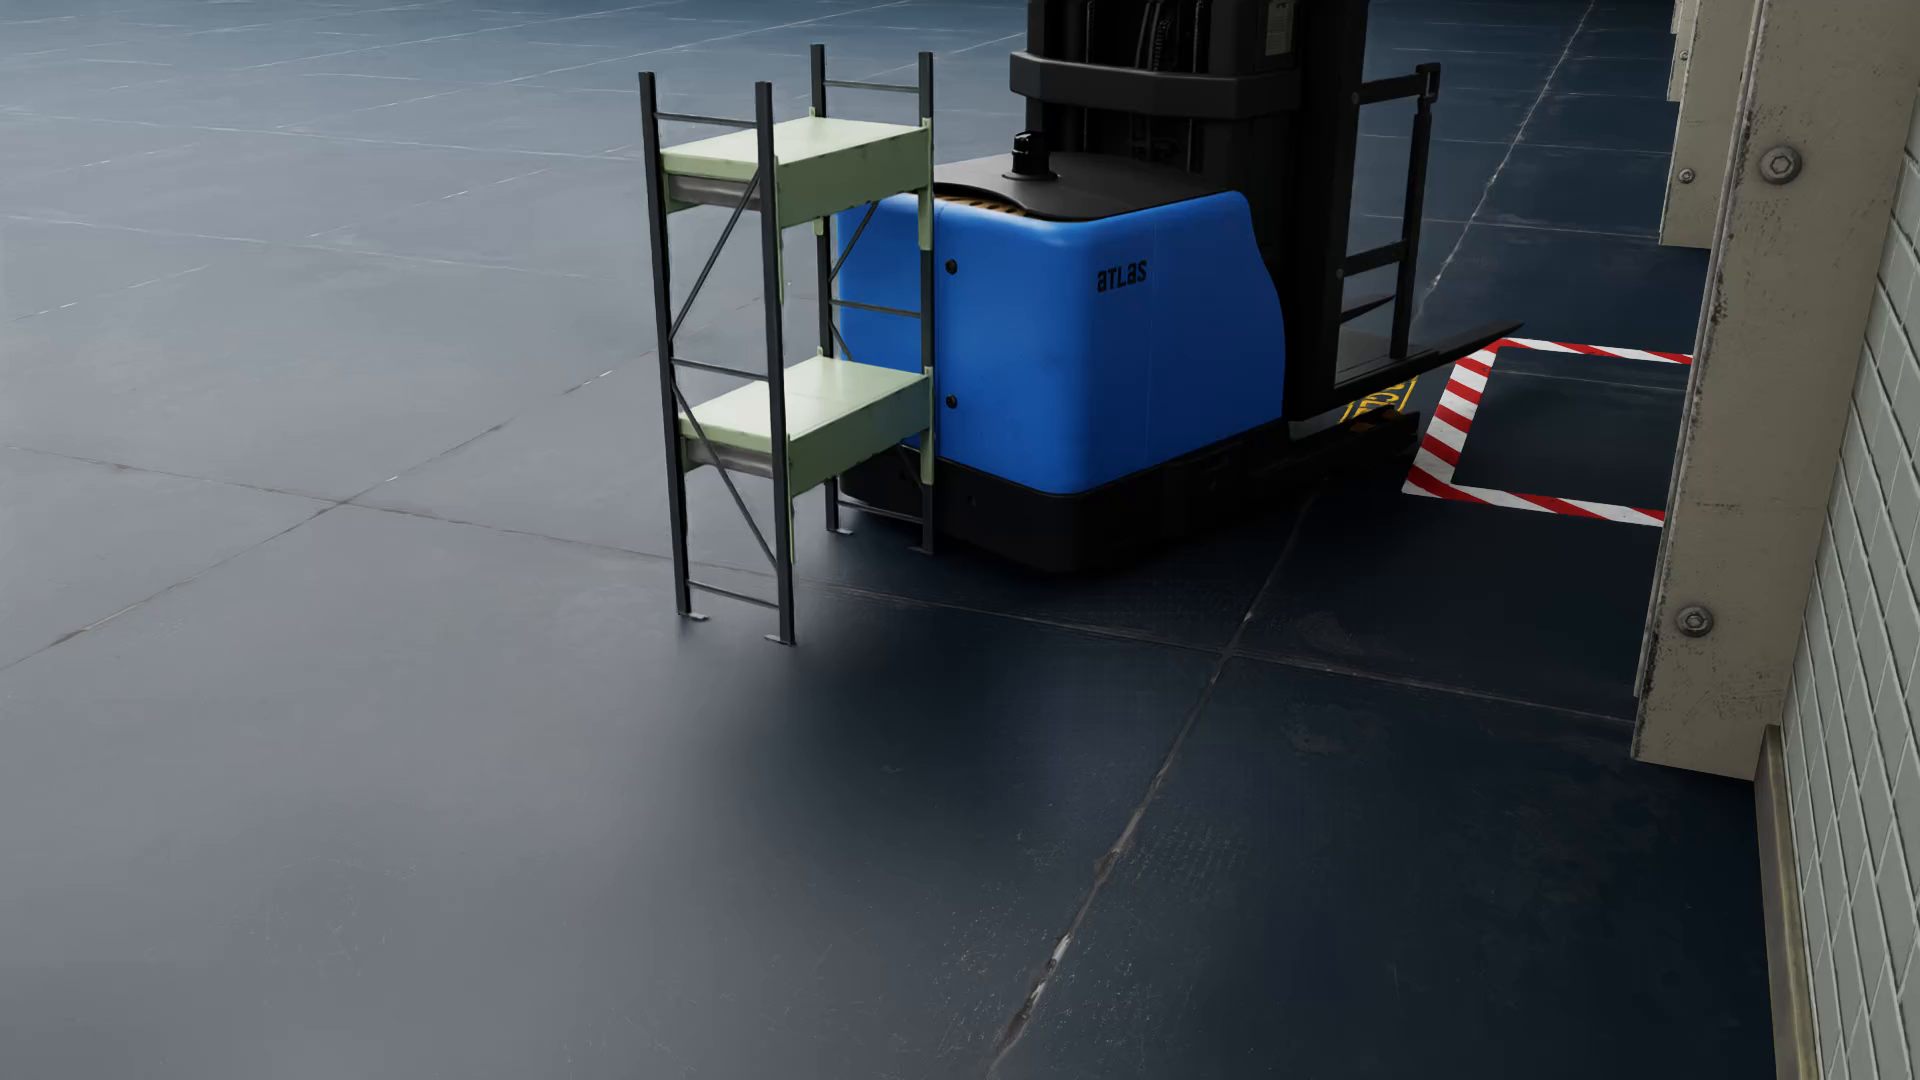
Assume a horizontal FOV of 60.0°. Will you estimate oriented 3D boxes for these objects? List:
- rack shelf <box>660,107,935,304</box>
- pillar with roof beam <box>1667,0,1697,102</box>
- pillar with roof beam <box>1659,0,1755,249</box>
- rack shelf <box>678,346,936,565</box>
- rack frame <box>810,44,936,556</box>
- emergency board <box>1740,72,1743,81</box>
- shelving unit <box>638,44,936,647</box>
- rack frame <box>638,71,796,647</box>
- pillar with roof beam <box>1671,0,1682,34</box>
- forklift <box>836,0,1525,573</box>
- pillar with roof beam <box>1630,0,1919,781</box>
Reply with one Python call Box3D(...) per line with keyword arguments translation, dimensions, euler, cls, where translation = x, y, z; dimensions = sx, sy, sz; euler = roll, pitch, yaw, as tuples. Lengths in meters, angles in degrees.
Box3D(translation=(-0.440, -0.924, 4.504), dimensions=(0.431, 0.370, 0.720), euler=(13, 26, 28), cls="rack shelf")
Box3D(translation=(2.287, -8.586, 14.131), dimensions=(9.100, 9.000, 0.400), euler=(9, 24, 20), cls="pillar with roof beam")
Box3D(translation=(0.059, -6.439, 8.990), dimensions=(9.100, 9.000, 0.400), euler=(9, 24, 20), cls="pillar with roof beam")
Box3D(translation=(-0.440, -0.263, 4.780), dimensions=(0.431, 0.370, 0.720), euler=(13, 26, 28), cls="rack shelf")
Box3D(translation=(-0.251, -0.685, 4.944), dimensions=(0.400, 1.500, 0.023), euler=(13, 26, 28), cls="rack frame")
Box3D(translation=(2.780, -1.786, 5.635), dimensions=(0.194, 1.169, 0.643), euler=(9, 24, 20), cls="emergency board")
Box3D(translation=(-0.440, -0.564, 4.655), dimensions=(0.431, 1.500, 0.755), euler=(13, 26, 28), cls="shelving unit")
Box3D(translation=(-0.629, -0.443, 4.366), dimensions=(0.400, 1.500, 0.023), euler=(13, 26, 28), cls="rack frame")
Box3D(translation=(4.516, -10.733, 19.271), dimensions=(9.100, 9.000, 0.400), euler=(9, 24, 20), cls="pillar with roof beam")
Box3D(translation=(1.006, -1.726, 5.580), dimensions=(3.031, 2.935, 1.130), euler=(-21, 30, -40), cls="forklift")
Box3D(translation=(-2.170, -4.292, 3.850), dimensions=(9.100, 9.000, 0.400), euler=(9, 24, 20), cls="pillar with roof beam")
